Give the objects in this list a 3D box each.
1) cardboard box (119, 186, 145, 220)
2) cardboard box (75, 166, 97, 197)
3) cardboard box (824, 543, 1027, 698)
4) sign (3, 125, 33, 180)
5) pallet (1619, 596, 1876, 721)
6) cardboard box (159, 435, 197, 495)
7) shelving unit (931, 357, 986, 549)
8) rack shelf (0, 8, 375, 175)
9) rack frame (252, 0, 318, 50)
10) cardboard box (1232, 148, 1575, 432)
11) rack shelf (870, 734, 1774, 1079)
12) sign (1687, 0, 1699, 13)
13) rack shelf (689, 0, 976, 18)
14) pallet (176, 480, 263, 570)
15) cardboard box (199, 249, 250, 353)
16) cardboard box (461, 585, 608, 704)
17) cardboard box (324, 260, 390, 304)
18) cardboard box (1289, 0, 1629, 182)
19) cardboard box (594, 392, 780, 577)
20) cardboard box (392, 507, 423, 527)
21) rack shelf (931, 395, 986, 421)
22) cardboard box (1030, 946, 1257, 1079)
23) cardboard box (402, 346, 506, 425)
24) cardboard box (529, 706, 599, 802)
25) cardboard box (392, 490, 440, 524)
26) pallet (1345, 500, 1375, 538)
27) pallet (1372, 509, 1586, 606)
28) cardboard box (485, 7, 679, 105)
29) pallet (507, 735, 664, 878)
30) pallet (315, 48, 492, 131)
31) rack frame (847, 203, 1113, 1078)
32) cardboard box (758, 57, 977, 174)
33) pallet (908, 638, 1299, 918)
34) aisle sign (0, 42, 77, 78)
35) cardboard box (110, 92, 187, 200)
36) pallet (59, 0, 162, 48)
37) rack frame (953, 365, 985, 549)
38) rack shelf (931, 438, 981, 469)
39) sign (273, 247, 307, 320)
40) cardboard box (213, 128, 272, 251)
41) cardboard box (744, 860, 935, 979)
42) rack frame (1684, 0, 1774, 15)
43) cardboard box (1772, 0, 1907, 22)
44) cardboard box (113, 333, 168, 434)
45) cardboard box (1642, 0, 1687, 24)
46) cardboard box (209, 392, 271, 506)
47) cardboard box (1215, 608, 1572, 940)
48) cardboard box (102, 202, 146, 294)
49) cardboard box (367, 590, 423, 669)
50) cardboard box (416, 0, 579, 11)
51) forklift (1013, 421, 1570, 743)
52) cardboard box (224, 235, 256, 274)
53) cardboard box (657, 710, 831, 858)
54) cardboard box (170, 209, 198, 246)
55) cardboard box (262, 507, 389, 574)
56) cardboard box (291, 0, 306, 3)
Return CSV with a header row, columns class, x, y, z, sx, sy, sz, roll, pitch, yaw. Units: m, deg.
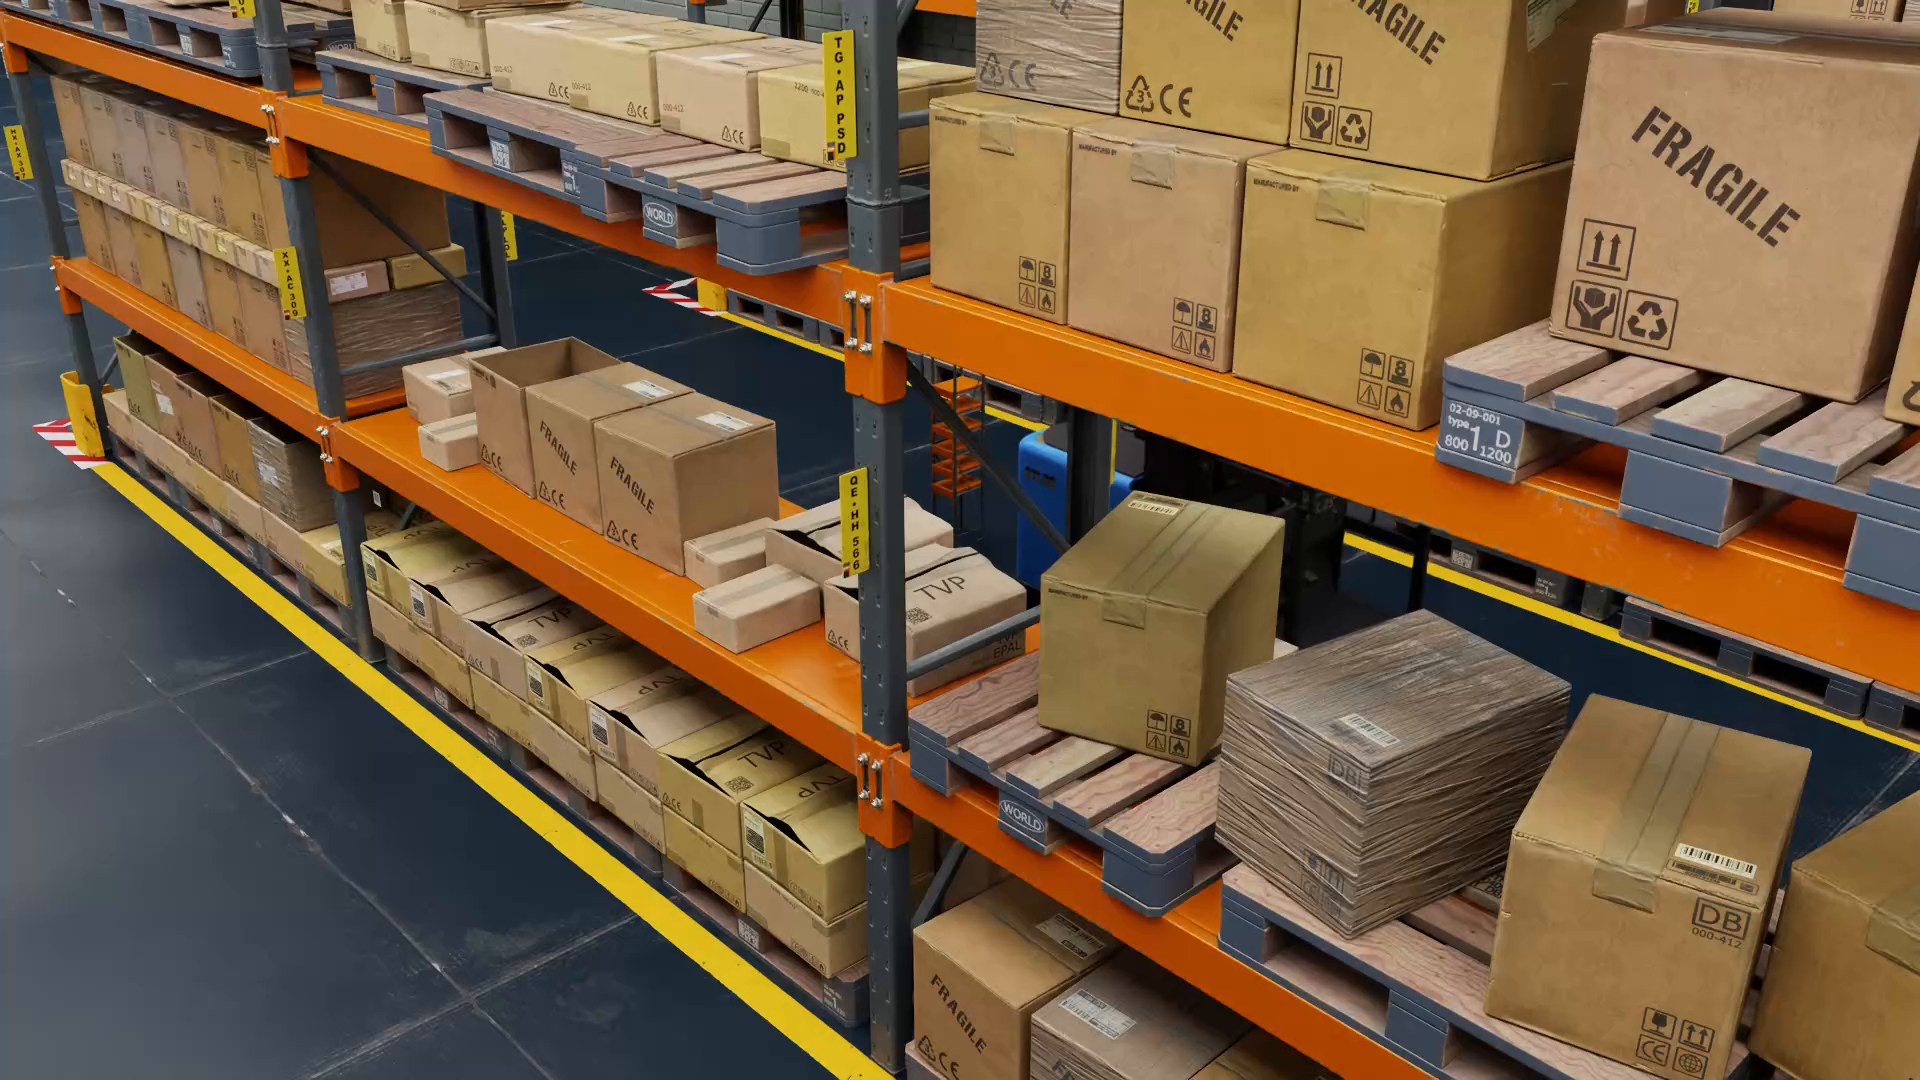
class,x,y,z,sx,sy,sz,roll,pitch,yaw
cardboard box,-4.554,-1.952,9.513,0.250,0.149,0.380,23,33,40
cardboard box,-5.078,-2.185,10.024,0.380,0.149,0.250,-22,33,-40
cardboard box,-0.121,0.238,5.722,0.500,0.311,0.500,-19,31,-35
sign,-5.781,-2.378,10.210,0.100,0.325,0.005,-21,32,-38
pallet,4.193,0.442,8.526,1.003,0.211,1.213,-21,32,-38
cardboard box,-4.482,-0.516,10.074,0.500,0.250,0.500,-21,32,-38
shelving unit,-0.010,-0.550,9.511,0.258,1.200,0.189,-21,32,-38
rack shelf,-4.005,-2.535,8.946,1.077,0.370,4.000,-21,32,-38
rack frame,-2.638,-3.621,6.846,1.000,3.000,0.127,-21,32,-38
cardboard box,1.123,-0.656,3.838,0.910,0.500,0.500,-21,32,-38
rack shelf,1.463,1.253,4.256,1.077,0.370,4.000,-21,32,-38
sign,3.312,-2.533,7.451,0.100,0.325,0.005,-21,32,-38
rack shelf,-0.391,-3.942,12.029,1.077,0.370,4.000,-21,32,-38
pallet,-3.989,-0.246,10.034,1.003,0.211,1.213,-21,32,-38
cardboard box,-3.651,-1.381,9.043,0.700,0.500,0.500,-21,32,-38
cardboard box,-1.844,0.418,7.350,0.500,0.311,0.500,23,33,40
cardboard box,-2.980,-1.254,7.983,0.380,0.149,0.250,-21,32,-38
cardboard box,1.087,-1.102,3.613,0.500,0.500,0.500,-21,32,-38
cardboard box,-1.063,-0.229,6.518,0.500,0.500,0.500,22,32,39
cardboard box,-2.733,-0.058,9.071,0.500,0.250,0.500,-21,32,-38
rack shelf,-0.010,-0.728,9.429,0.258,0.103,0.180,-21,32,-38
cardboard box,0.561,1.633,5.038,0.500,0.500,0.500,22,33,40
cardboard box,-2.269,-0.687,7.822,0.500,0.250,0.500,-19,31,-35
cardboard box,-1.492,0.826,7.132,0.500,0.250,0.500,-20,32,-38
cardboard box,-2.726,-0.402,8.922,0.500,0.500,0.500,-21,32,-38
pallet,2.347,-0.424,10.426,1.003,0.211,1.213,-21,32,-38
pallet,3.177,-0.055,9.616,1.003,0.211,1.213,-21,32,-38
cardboard box,-1.376,-1.783,6.105,0.500,0.250,0.500,20,32,37
pallet,-1.268,0.959,7.394,1.003,0.211,1.213,-21,32,-38
pallet,-2.025,-1.906,6.930,1.217,0.209,0.805,22,33,40
rack frame,0.096,0.320,5.435,1.000,3.000,0.127,-21,32,-38
cardboard box,-0.255,-1.289,5.022,0.500,0.250,0.500,21,32,38
pallet,0.611,0.593,5.068,1.213,0.211,1.003,-21,32,-38
aisle sign,-5.640,-3.219,10.061,0.394,0.787,0.004,-21,32,-38
cardboard box,-4.317,-2.268,9.424,0.700,0.500,0.500,-21,32,-38
pallet,-4.069,-2.837,8.847,1.003,0.211,1.213,-21,32,-38
rack frame,0.053,-0.523,9.450,0.240,1.200,0.006,-21,32,-38
rack shelf,-0.010,-0.510,9.529,0.258,0.103,0.180,-21,32,-38
sign,-3.042,-1.164,7.549,0.100,0.325,0.005,-21,32,-38
cardboard box,-3.292,-1.813,8.427,0.700,0.500,0.500,-21,32,-39
cardboard box,-0.441,1.290,6.116,0.500,0.250,0.500,-20,31,-37
rack frame,3.710,-3.816,7.272,1.000,3.000,0.127,-21,32,-38
cardboard box,4.077,-2.569,7.503,0.500,0.500,0.700,21,32,38
cardboard box,-4.824,-1.008,10.250,0.500,0.500,0.500,-21,32,-38
cardboard box,3.385,-2.789,8.491,0.500,0.500,0.500,-21,32,-38
cardboard box,-3.792,-0.557,9.260,0.500,0.500,0.500,-21,32,-38
cardboard box,1.095,0.574,4.252,0.700,0.500,0.500,-15,28,-29
cardboard box,-4.700,-1.846,10.063,0.700,0.500,0.500,-20,31,-37
cardboard box,-2.543,0.361,8.153,0.500,0.250,0.500,-22,33,-40
cardboard box,-1.839,-2.357,6.459,0.500,0.500,0.500,-18,30,-34
forklift,1.637,-0.552,7.428,1.130,2.935,3.031,-21,32,-38
cardboard box,-3.509,-1.487,8.495,0.380,0.149,0.250,-21,32,-39
cardboard box,-0.802,0.880,6.337,0.500,0.311,0.500,-22,32,-39
cardboard box,-4.030,-1.719,9.002,0.380,0.149,0.250,-20,31,-37
cardboard box,-3.449,-0.065,9.085,0.500,0.250,0.500,-21,32,-38
cardboard box,-3.159,-2.862,8.228,0.500,0.311,0.500,22,32,39
